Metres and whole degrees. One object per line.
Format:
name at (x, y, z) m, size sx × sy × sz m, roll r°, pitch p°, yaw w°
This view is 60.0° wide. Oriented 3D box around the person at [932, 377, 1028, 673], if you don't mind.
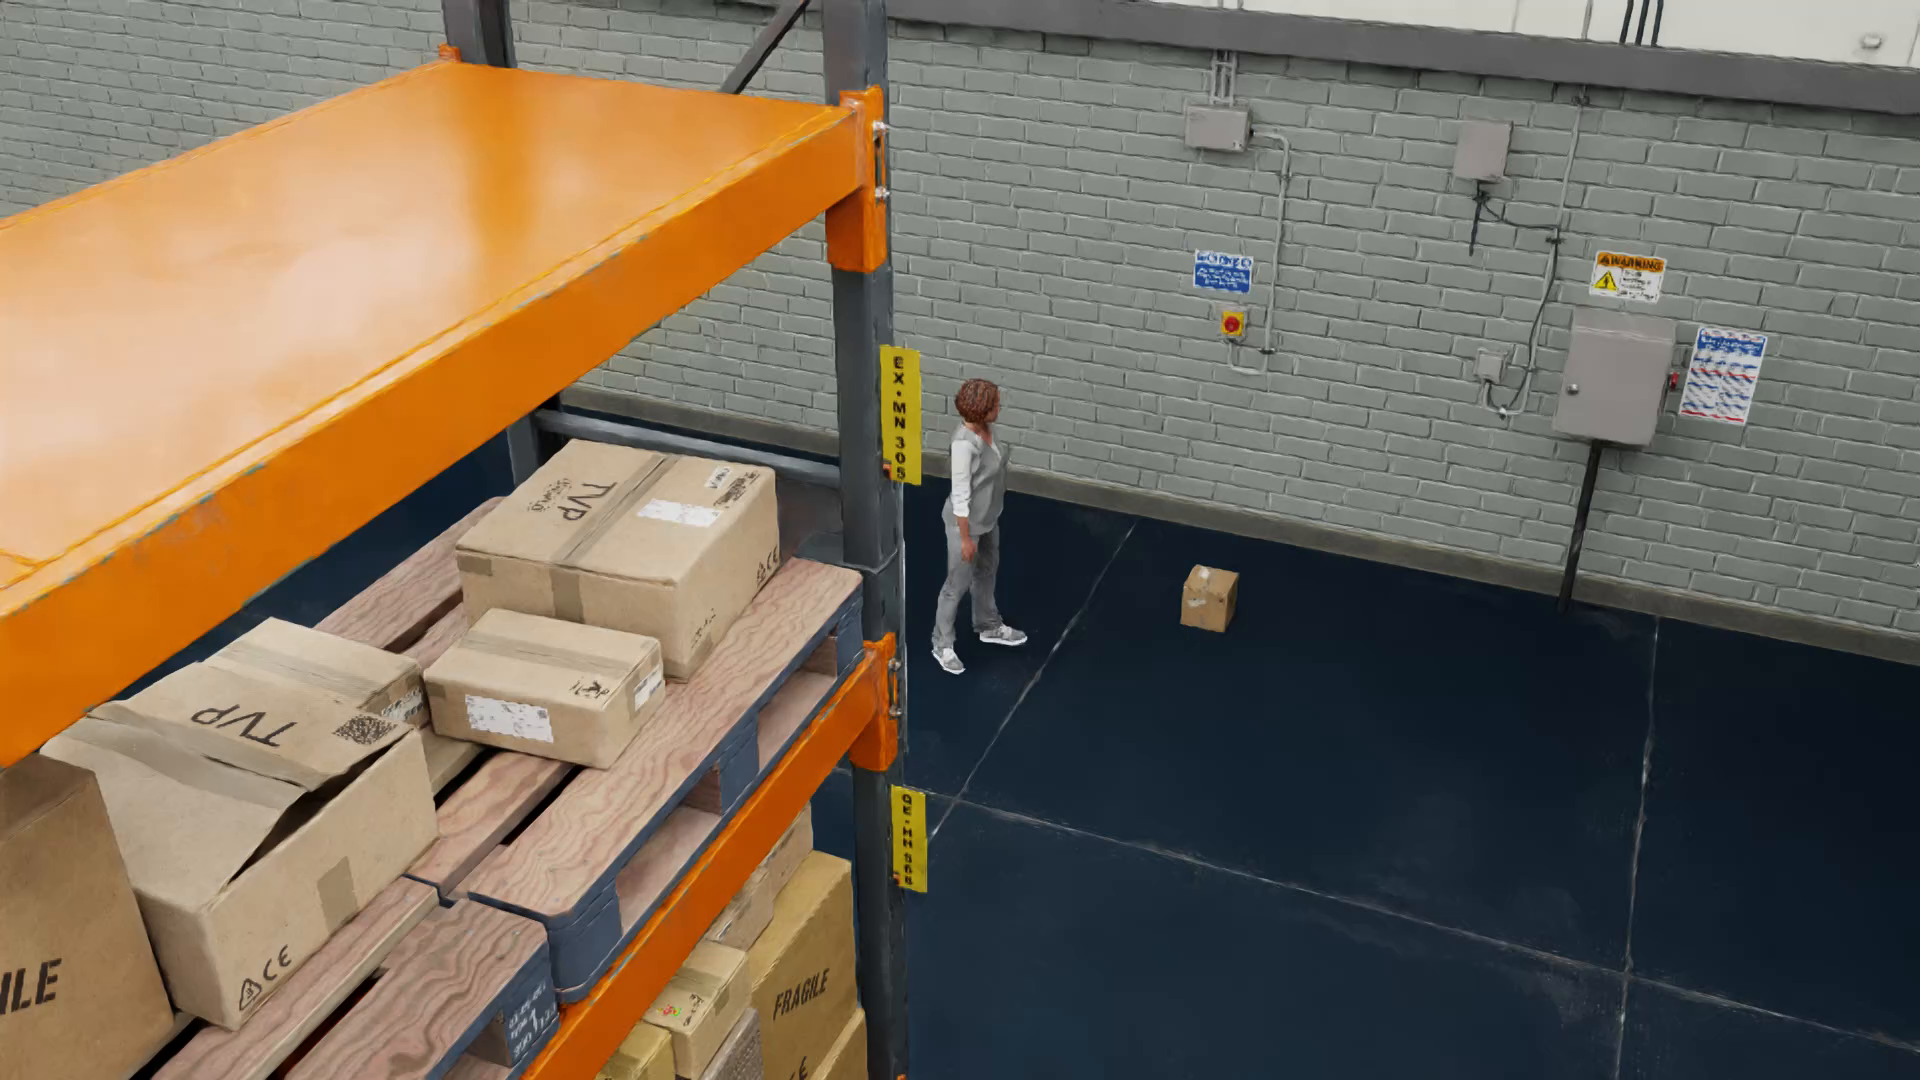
person at (0.097, -0.090, 8.506) m, size 0.456 × 1.593 × 0.519 m, roll 11°, pitch 32°, yaw 18°
